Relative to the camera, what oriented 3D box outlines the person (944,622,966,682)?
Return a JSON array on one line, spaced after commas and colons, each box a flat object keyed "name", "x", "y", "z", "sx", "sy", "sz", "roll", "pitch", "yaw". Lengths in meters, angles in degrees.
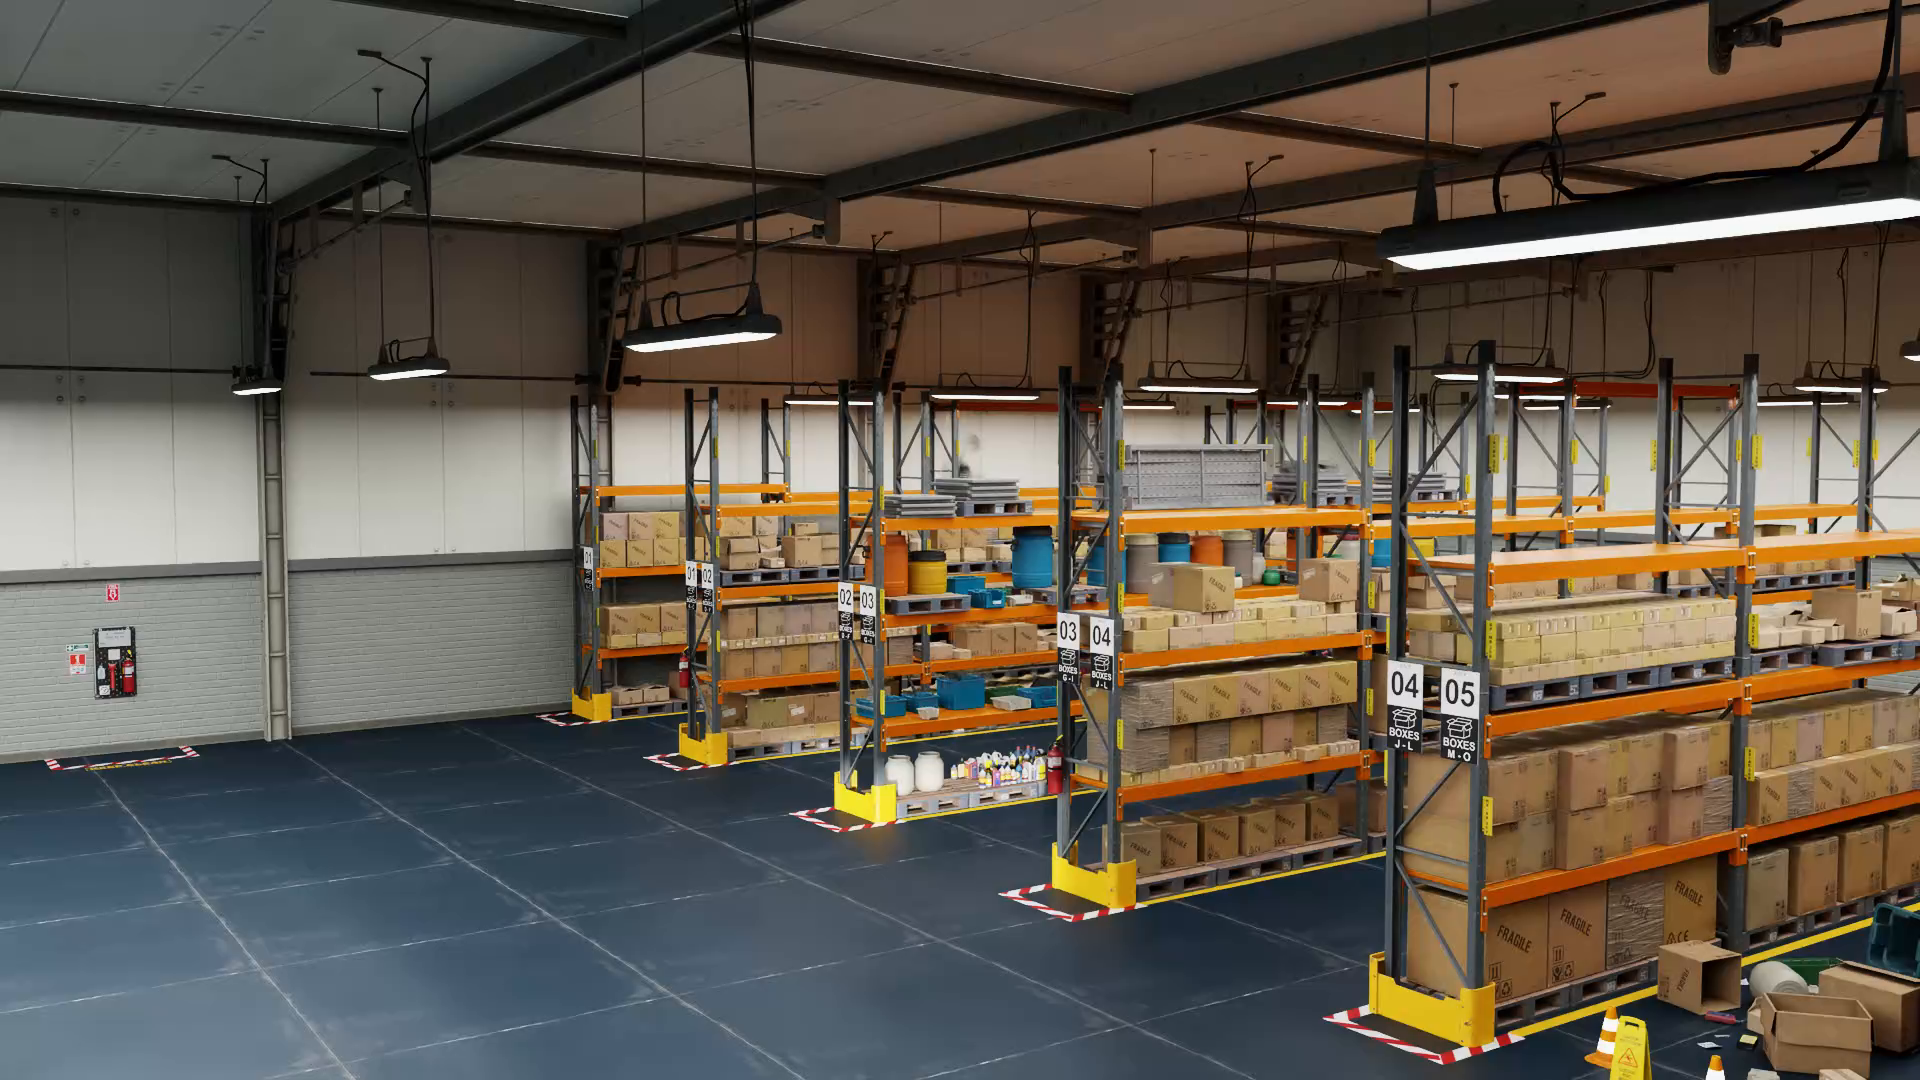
[{"name": "person", "x": -0.050, "y": 2.122, "z": 32.044, "sx": 0.532, "sy": 1.538, "sz": 0.564, "roll": -3, "pitch": 4, "yaw": -38}]
